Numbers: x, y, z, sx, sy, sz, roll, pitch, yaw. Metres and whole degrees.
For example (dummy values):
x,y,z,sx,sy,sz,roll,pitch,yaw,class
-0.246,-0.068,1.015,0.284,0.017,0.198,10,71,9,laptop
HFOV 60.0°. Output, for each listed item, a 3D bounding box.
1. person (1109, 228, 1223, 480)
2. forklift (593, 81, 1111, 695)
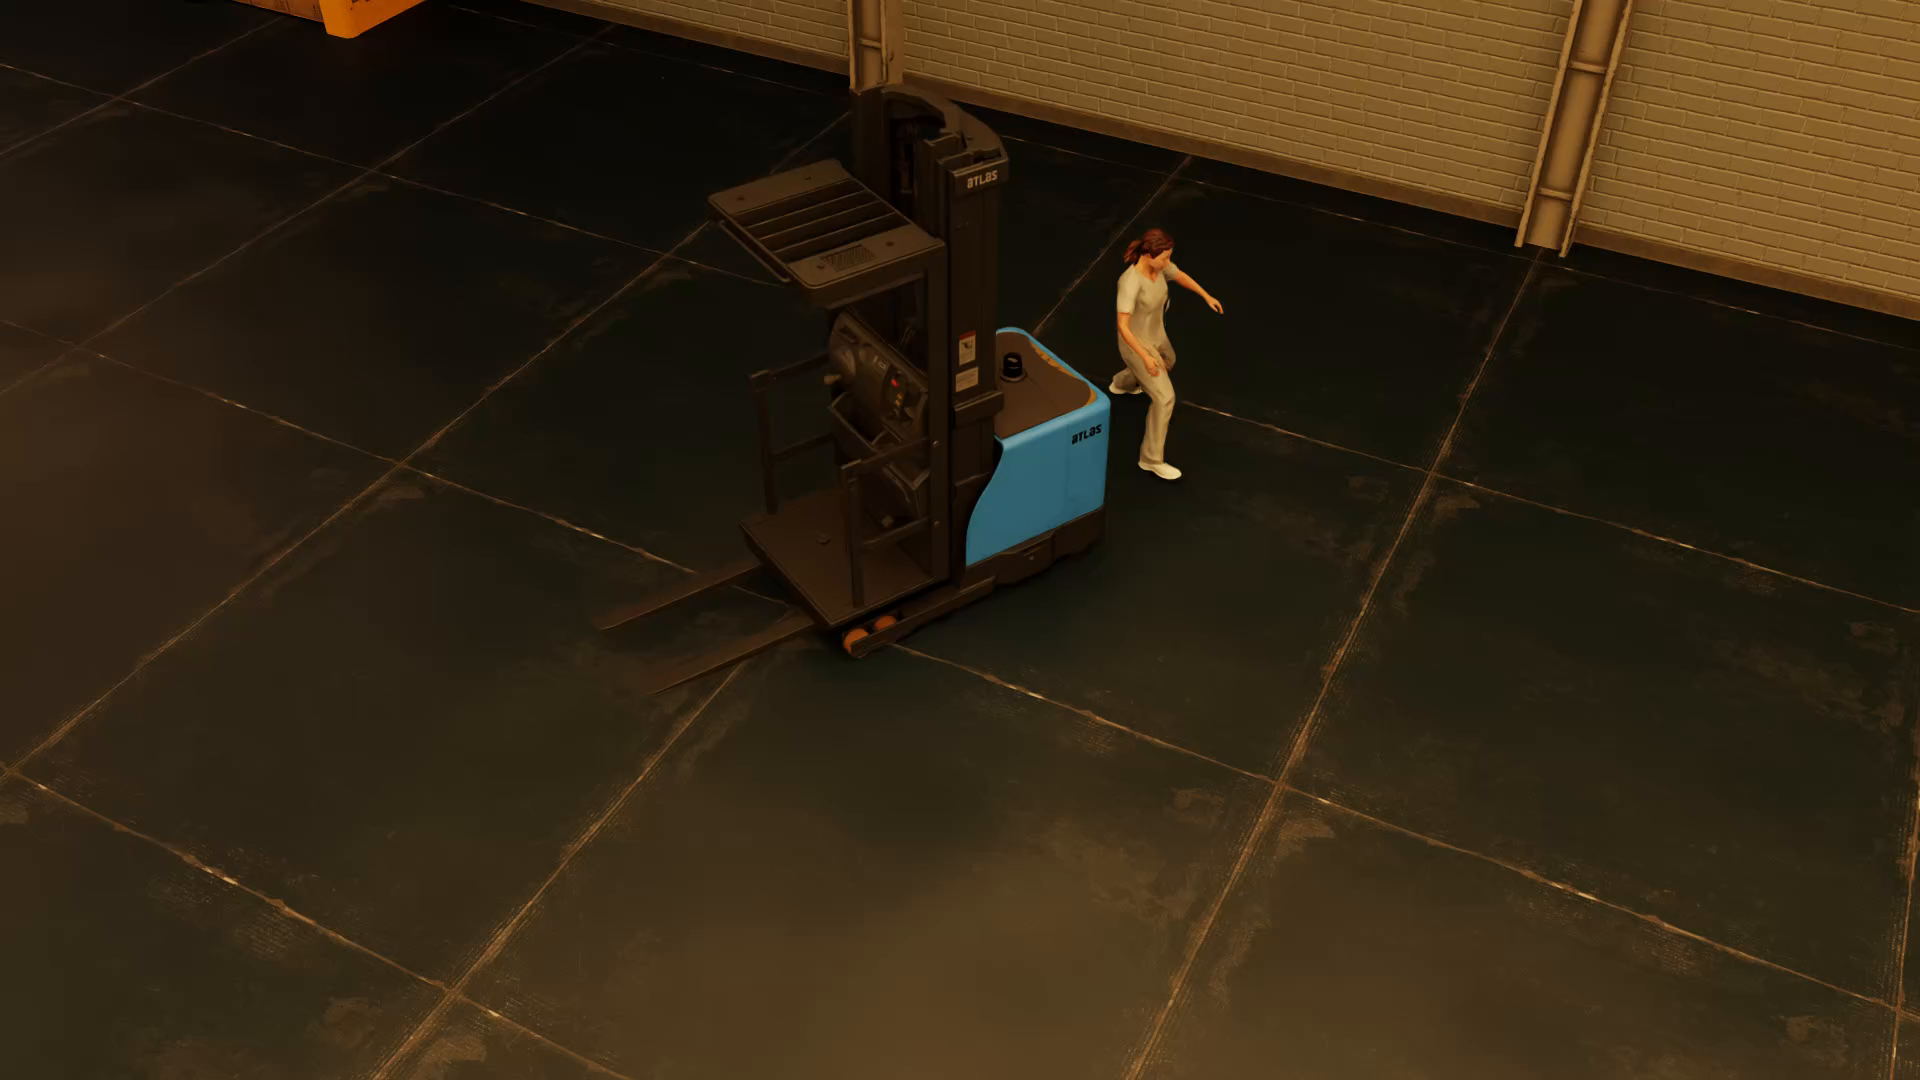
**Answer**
x,y,z,sx,sy,sz,roll,pitch,yaw,class
1.260,-1.291,10.659,0.894,1.531,0.925,23,45,25,person
-0.622,-0.840,8.984,3.031,2.935,1.130,-23,45,-25,forklift
